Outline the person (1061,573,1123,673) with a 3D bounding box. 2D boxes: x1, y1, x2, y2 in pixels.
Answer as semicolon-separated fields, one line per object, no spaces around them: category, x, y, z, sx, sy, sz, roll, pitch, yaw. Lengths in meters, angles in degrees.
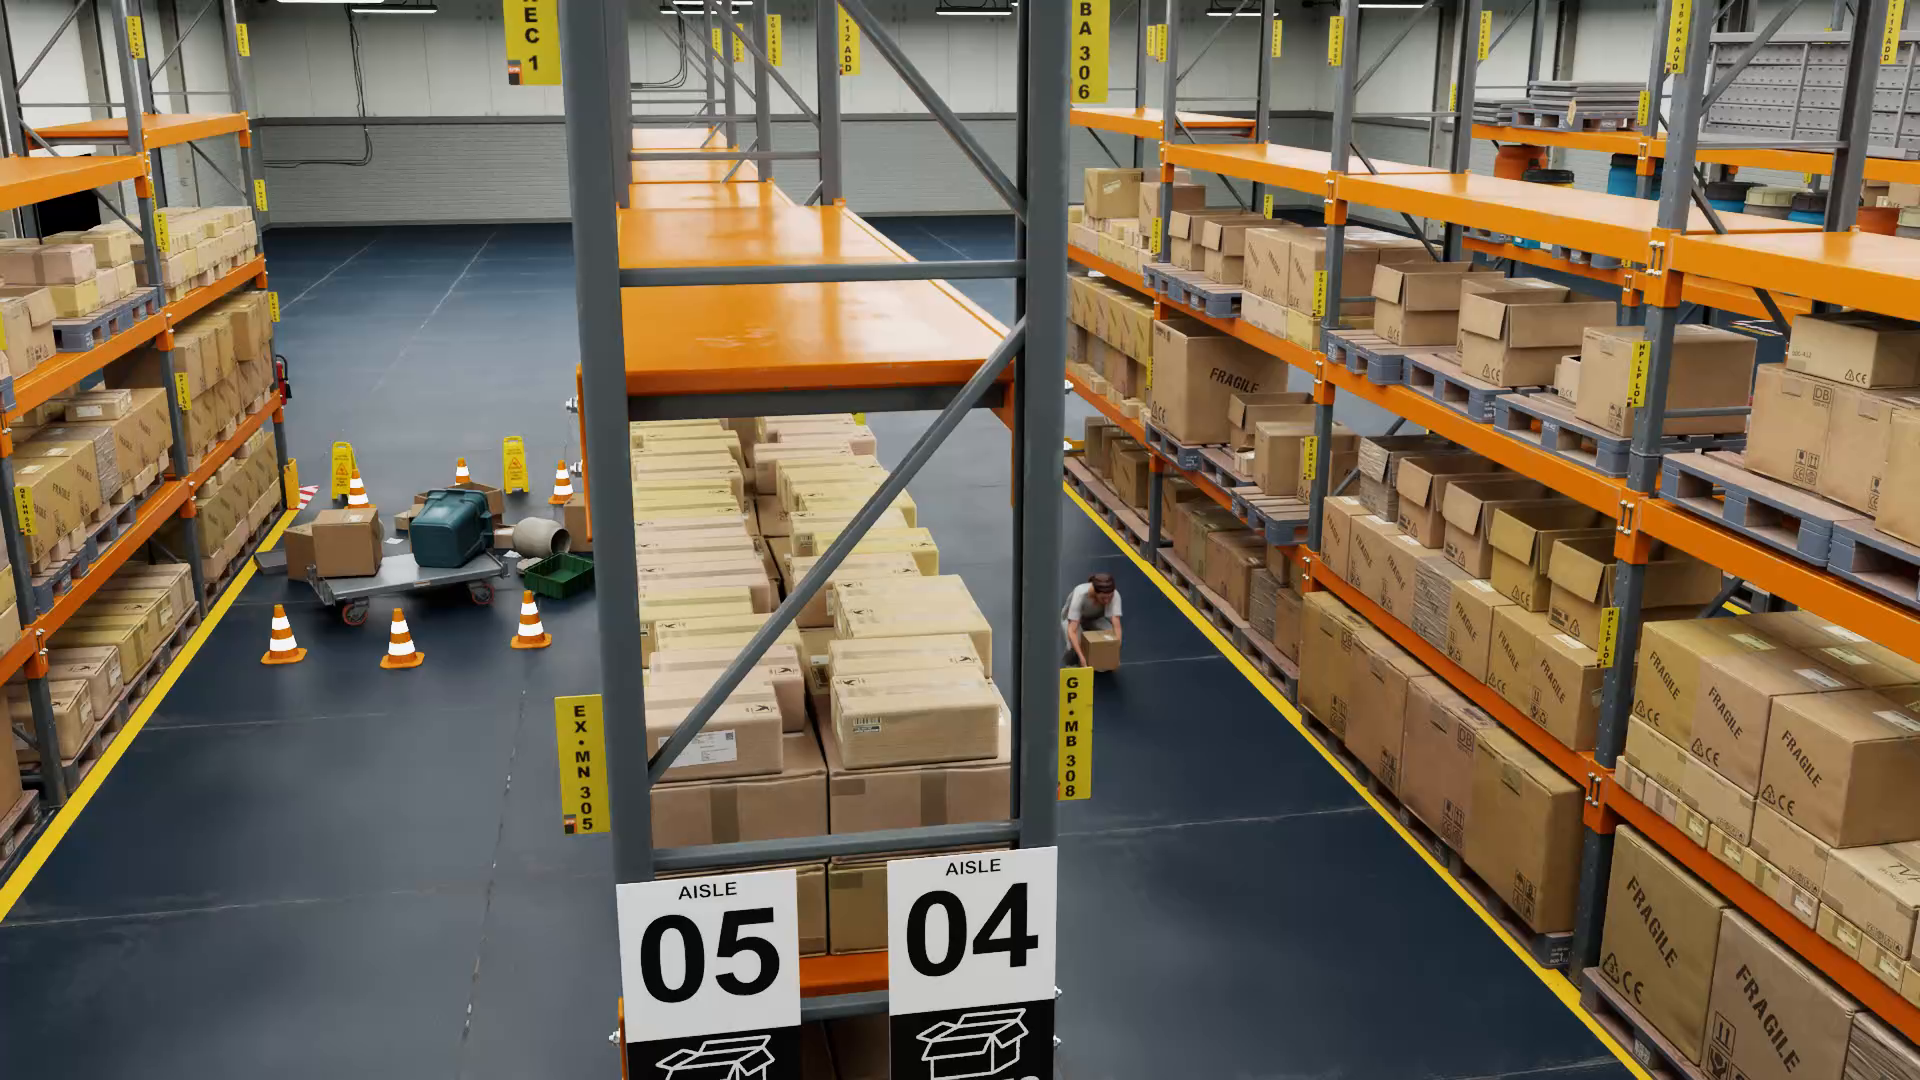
person;1.072;0.663;13.609;0.485;0.938;0.794;-3;17;-10
